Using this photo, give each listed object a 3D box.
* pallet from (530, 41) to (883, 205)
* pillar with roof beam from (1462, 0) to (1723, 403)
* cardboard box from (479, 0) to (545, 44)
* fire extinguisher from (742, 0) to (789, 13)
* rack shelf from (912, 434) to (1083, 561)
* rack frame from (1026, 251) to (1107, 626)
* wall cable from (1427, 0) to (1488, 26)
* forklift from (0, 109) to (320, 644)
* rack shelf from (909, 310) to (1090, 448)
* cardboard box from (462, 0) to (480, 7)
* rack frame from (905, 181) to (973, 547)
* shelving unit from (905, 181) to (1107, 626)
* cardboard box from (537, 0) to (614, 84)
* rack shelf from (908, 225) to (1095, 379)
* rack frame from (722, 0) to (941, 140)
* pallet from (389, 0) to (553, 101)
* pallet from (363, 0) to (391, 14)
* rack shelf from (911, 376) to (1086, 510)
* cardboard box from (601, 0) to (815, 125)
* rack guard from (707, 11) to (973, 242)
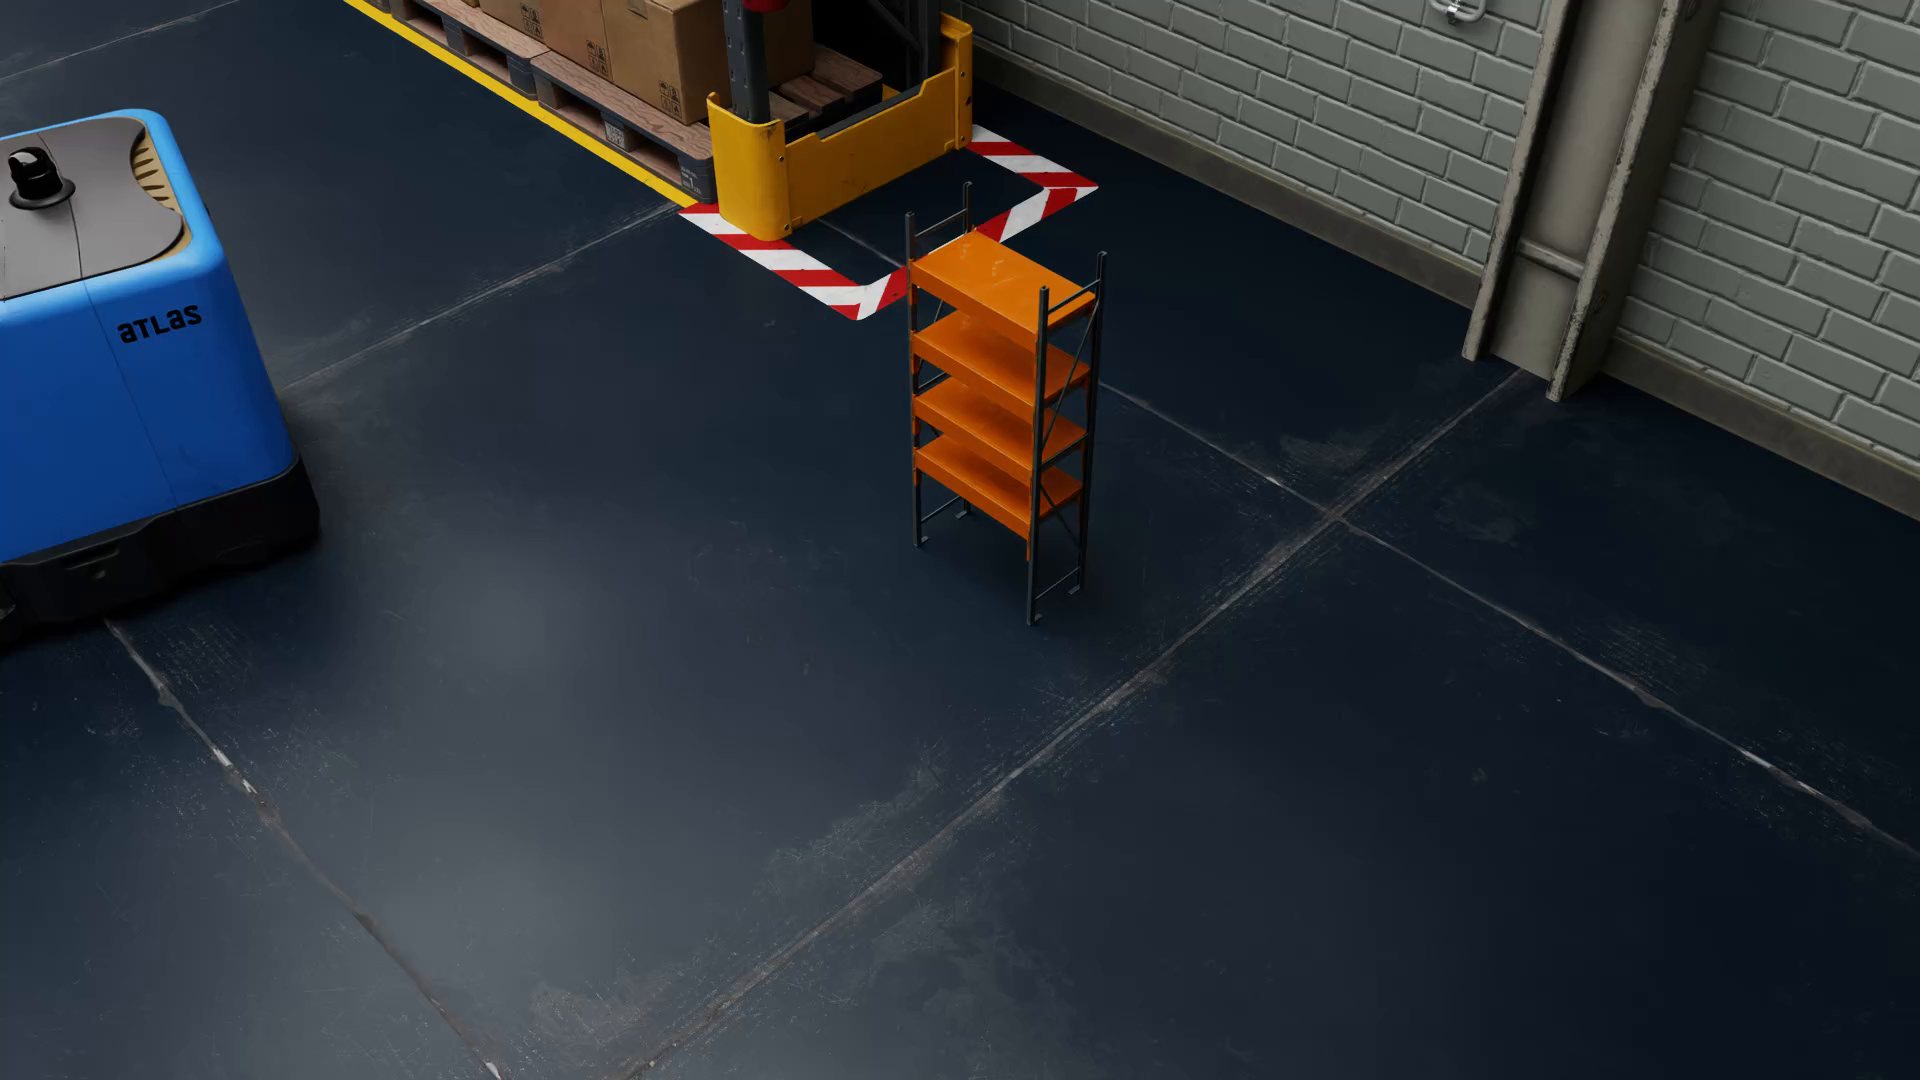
[{"bbox_3d":[-1.094,-1.949,7.203,1.003,0.211,1.213,-34,53,-31],"label":"pallet"},{"bbox_3d":[-1.003,-1.883,0.657,9.100,9.000,0.400,-34,53,-31],"label":"pillar with roof beam"},{"bbox_3d":[-1.748,-2.632,7.421,0.500,0.500,0.700,32,52,30],"label":"cardboard box"},{"bbox_3d":[-0.694,-2.167,5.717,0.296,0.674,0.183,-34,53,-31],"label":"fire extinguisher"},{"bbox_3d":[0.117,-0.166,4.937,0.258,0.148,0.480,-34,53,-31],"label":"rack shelf"},{"bbox_3d":[0.289,-0.244,4.630,0.240,1.200,0.015,-34,53,-31],"label":"rack frame"},{"bbox_3d":[1.100,-2.837,5.362,0.084,1.984,1.851,-34,53,-31],"label":"wall cable"},{"bbox_3d":[-3.548,-0.863,4.024,3.031,2.935,1.130,-21,47,-21],"label":"forklift"},{"bbox_3d":[0.117,-0.476,4.651,0.258,0.148,0.480,-34,53,-31],"label":"rack shelf"},{"bbox_3d":[-2.130,-2.885,7.694,0.700,0.500,0.500,-33,52,-30],"label":"cardboard box"},{"bbox_3d":[-0.055,-0.478,4.884,0.240,1.200,0.015,-34,53,-31],"label":"rack frame"},{"bbox_3d":[0.117,-0.361,4.757,0.258,1.200,0.503,-34,53,-31],"label":"shelving unit"},{"bbox_3d":[-1.392,-2.391,7.160,0.500,0.500,0.700,34,53,31],"label":"cardboard box"},{"bbox_3d":[0.117,-0.650,4.490,0.258,0.148,0.480,-34,53,-31],"label":"rack shelf"},{"bbox_3d":[-0.474,-2.626,5.882,1.000,3.000,0.127,-34,53,-31],"label":"rack frame"},{"bbox_3d":[-1.951,-2.535,7.838,1.003,0.211,1.213,-34,53,-31],"label":"pallet"},{"bbox_3d":[-2.817,-3.121,8.472,1.003,0.211,1.213,-34,53,-31],"label":"pallet"},{"bbox_3d":[0.117,-0.312,4.802,0.258,0.148,0.480,-34,53,-31],"label":"rack shelf"},{"bbox_3d":[-1.039,-2.151,6.900,0.700,0.500,0.500,-34,53,-31],"label":"cardboard box"},{"bbox_3d":[-0.457,-1.696,6.718,1.175,0.500,0.348,-34,53,-31],"label":"rack guard"}]
